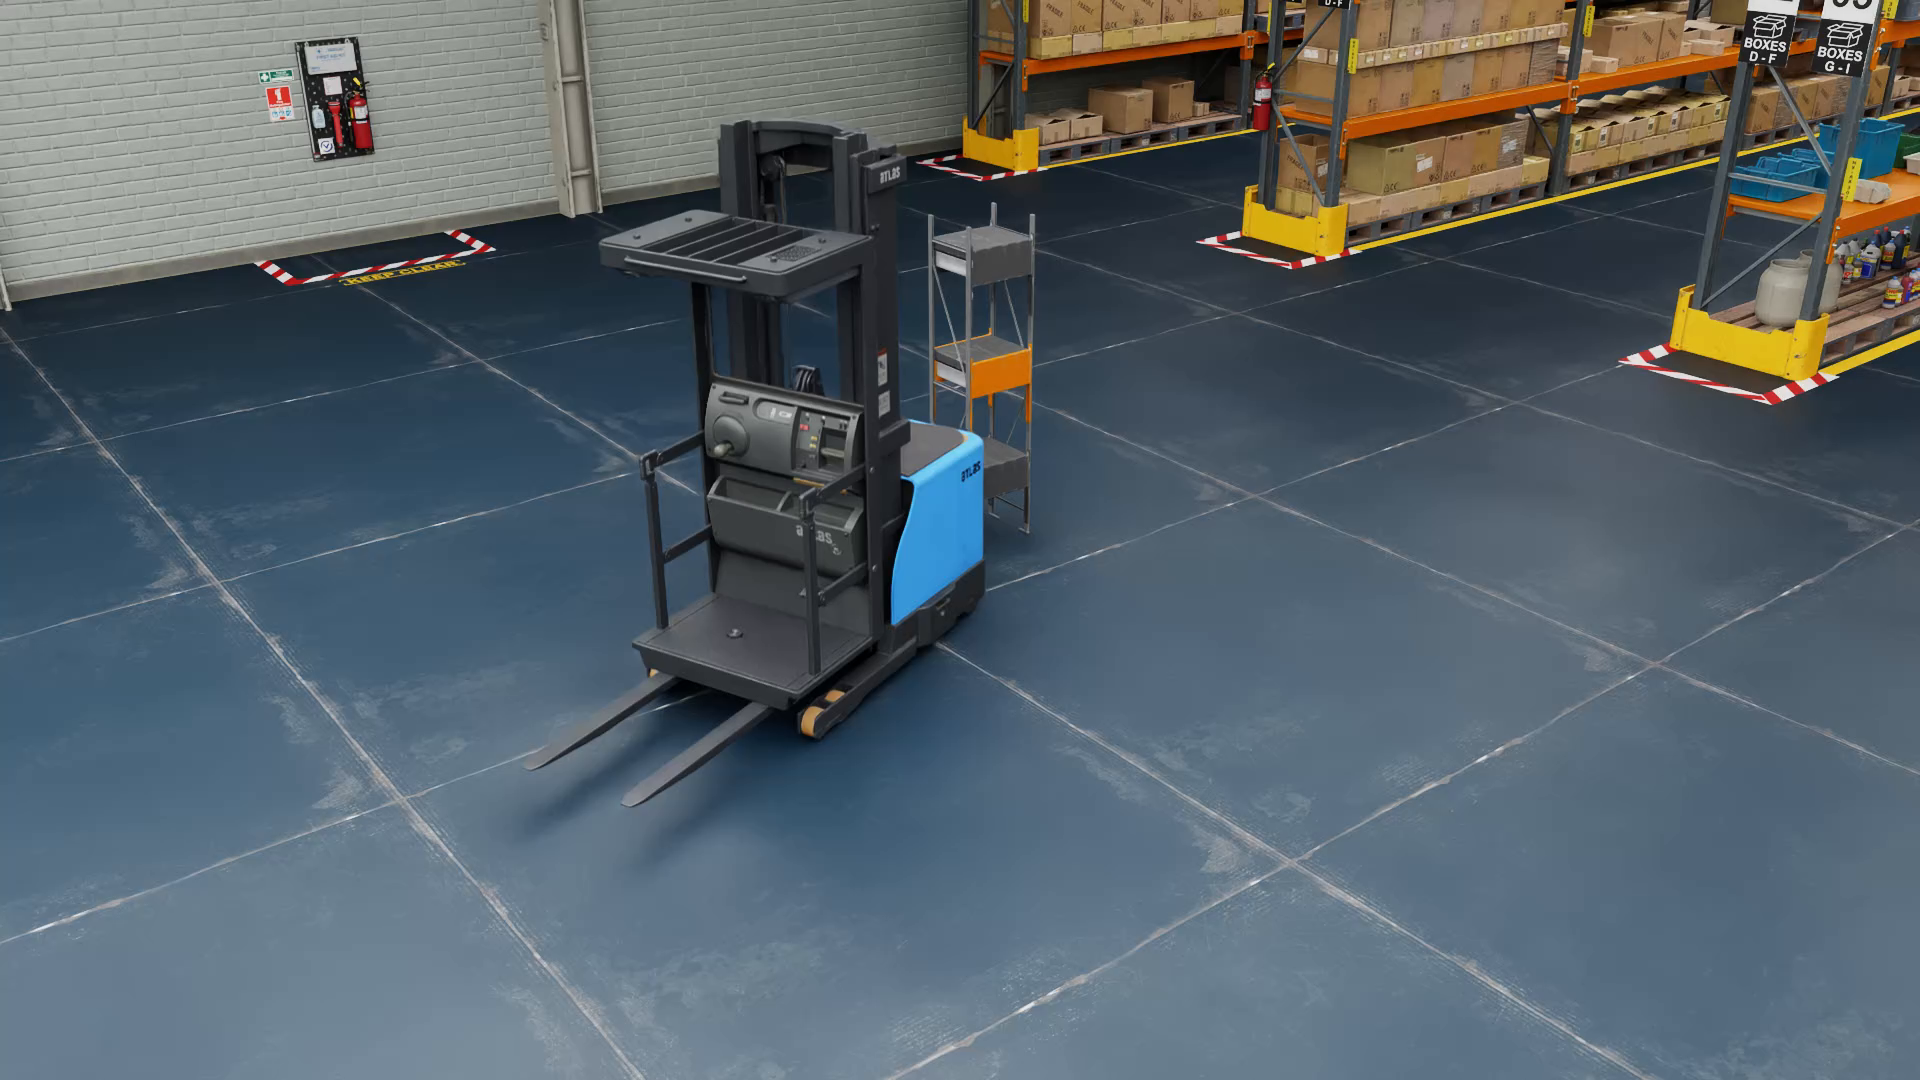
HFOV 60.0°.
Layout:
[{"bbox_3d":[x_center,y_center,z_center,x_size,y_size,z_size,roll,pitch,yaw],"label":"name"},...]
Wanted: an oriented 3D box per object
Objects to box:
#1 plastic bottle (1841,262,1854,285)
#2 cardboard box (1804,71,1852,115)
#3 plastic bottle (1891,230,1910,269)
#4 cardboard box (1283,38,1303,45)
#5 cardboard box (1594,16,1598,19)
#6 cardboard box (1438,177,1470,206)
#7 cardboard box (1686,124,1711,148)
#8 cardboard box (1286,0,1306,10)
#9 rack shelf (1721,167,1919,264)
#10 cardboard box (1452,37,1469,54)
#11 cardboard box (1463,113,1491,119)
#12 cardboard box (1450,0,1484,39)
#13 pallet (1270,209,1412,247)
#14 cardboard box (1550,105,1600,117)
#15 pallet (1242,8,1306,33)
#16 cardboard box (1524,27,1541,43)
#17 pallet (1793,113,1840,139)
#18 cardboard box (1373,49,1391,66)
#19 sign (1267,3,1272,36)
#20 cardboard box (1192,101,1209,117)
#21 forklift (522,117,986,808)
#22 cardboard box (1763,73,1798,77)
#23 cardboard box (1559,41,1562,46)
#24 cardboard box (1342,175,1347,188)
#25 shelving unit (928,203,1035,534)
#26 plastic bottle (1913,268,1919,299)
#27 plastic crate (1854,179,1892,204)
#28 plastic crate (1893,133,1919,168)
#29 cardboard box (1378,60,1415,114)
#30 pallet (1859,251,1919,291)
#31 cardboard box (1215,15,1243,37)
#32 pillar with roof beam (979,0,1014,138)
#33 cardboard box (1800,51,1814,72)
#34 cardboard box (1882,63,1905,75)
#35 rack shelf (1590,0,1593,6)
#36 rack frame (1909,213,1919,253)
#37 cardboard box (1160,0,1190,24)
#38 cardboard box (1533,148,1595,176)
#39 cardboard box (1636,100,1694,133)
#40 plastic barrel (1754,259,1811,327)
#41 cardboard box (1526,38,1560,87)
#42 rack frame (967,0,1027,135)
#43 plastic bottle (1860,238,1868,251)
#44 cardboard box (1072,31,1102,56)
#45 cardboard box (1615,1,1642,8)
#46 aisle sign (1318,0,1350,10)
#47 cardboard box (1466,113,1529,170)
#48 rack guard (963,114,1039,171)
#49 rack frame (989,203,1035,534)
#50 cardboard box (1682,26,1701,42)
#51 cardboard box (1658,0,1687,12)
[{"bbox_3d":[8.151,-2.456,15.280,0.097,0.201,0.097,0,25,0],"label":"plastic bottle"},{"bbox_3d":[11.949,-6.193,22.979,0.500,0.500,0.500,-18,30,-33],"label":"cardboard box"},{"bbox_3d":[8.905,-2.765,15.768,0.185,0.351,0.144,-18,31,-34],"label":"plastic bottle"},{"bbox_3d":[4.915,-7.023,23.875,0.500,0.250,0.500,-19,31,-35],"label":"cardboard box"},{"bbox_3d":[10.939,-8.593,28.173,0.500,0.500,0.700,-19,31,-35],"label":"cardboard box"},{"bbox_3d":[5.247,-3.887,18.330,0.500,0.250,0.500,-18,31,-34],"label":"cardboard box"},{"bbox_3d":[9.135,-5.158,21.069,0.500,0.250,0.500,-19,31,-35],"label":"cardboard box"},{"bbox_3d":[4.460,-7.677,23.087,0.500,0.500,0.700,-15,29,-29],"label":"cardboard box"},{"bbox_3d":[8.134,-3.041,14.593,4.000,0.370,1.077,-18,31,-34],"label":"rack shelf"},{"bbox_3d":[5.158,-5.259,17.628,0.250,0.149,0.380,-18,30,-34],"label":"cardboard box"},{"bbox_3d":[5.707,-4.663,19.110,0.500,0.500,0.500,-18,31,-34],"label":"cardboard box"},{"bbox_3d":[5.124,-5.654,17.709,0.500,0.500,0.700,-18,31,-34],"label":"cardboard box"},{"bbox_3d":[4.082,-3.437,17.905,1.213,0.211,1.003,-18,31,-34],"label":"pallet"},{"bbox_3d":[7.595,-5.192,20.476,0.500,0.311,0.500,-18,31,-34],"label":"cardboard box"},{"bbox_3d":[4.285,-7.232,22.997,1.213,0.211,1.003,-18,31,-34],"label":"pallet"},{"bbox_3d":[6.172,-5.594,18.351,0.250,0.149,0.380,-19,31,-35],"label":"cardboard box"},{"bbox_3d":[11.372,-5.799,22.995,1.213,0.211,1.003,-18,31,-34],"label":"pallet"},{"bbox_3d":[4.154,-4.929,16.918,0.250,0.149,0.380,-19,31,-35],"label":"cardboard box"},{"bbox_3d":[3.182,-5.305,16.962,0.005,0.325,0.100,-18,31,-34],"label":"sign"},{"bbox_3d":[3.192,-5.934,22.816,0.380,0.166,0.250,22,33,39],"label":"cardboard box"},{"bbox_3d":[-1.029,-0.528,8.406,1.130,2.935,3.031,14,28,27],"label":"forklift"},{"bbox_3d":[11.209,-6.227,23.050,0.500,0.500,0.500,-20,31,-36],"label":"cardboard box"},{"bbox_3d":[7.232,-5.757,19.751,0.258,0.266,0.396,-19,31,-35],"label":"cardboard box"},{"bbox_3d":[4.132,-3.804,18.150,0.500,0.250,0.500,-18,31,-34],"label":"cardboard box"},{"bbox_3d":[0.130,-0.995,10.401,0.503,2.100,0.431,-18,31,-34],"label":"shelving unit"},{"bbox_3d":[8.527,-2.292,14.844,0.097,0.271,0.097,0,25,0],"label":"plastic bottle"},{"bbox_3d":[7.462,-2.854,13.649,0.250,0.136,0.298,-18,31,-34],"label":"plastic crate"},{"bbox_3d":[8.465,-3.531,15.048,0.662,0.188,0.450,-18,31,-34],"label":"plastic crate"},{"bbox_3d":[4.292,-4.790,17.389,0.500,0.500,0.700,-17,30,-33],"label":"cardboard box"},{"bbox_3d":[9.153,-2.461,15.802,1.213,0.211,1.003,-18,31,-34],"label":"pallet"},{"bbox_3d":[3.408,-6.886,22.179,0.500,0.250,0.500,-18,30,-34],"label":"cardboard box"},{"bbox_3d":[3.120,-7.893,17.067,0.400,9.000,9.100,-18,31,-34],"label":"pillar with roof beam"},{"bbox_3d":[11.631,-6.708,23.196,0.500,0.250,0.500,-18,30,-34],"label":"cardboard box"},{"bbox_3d":[13.813,-7.023,24.991,0.500,0.311,0.500,-18,31,-34],"label":"cardboard box"},{"bbox_3d":[11.463,-9.440,28.381,4.000,0.370,1.077,-18,31,-34],"label":"rack shelf"},{"bbox_3d":[9.707,-3.887,15.561,0.127,3.000,1.000,-18,31,-34],"label":"rack frame"},{"bbox_3d":[2.621,-6.966,21.459,0.500,0.500,0.500,-19,31,-35],"label":"cardboard box"},{"bbox_3d":[7.124,-4.494,19.638,0.500,0.250,0.500,-19,31,-35],"label":"cardboard box"},{"bbox_3d":[8.737,-5.280,20.665,0.500,0.311,0.500,-18,31,-34],"label":"cardboard box"},{"bbox_3d":[7.030,-2.106,14.181,0.421,0.512,0.421,0,25,0],"label":"plastic barrel"},{"bbox_3d":[6.309,-5.456,18.825,0.500,0.500,0.700,-19,31,-35],"label":"cardboard box"},{"bbox_3d":[0.447,-6.129,20.394,0.127,3.000,1.000,-18,31,-34],"label":"rack frame"},{"bbox_3d":[8.512,-2.704,15.717,0.133,0.283,0.061,-17,30,-32],"label":"plastic bottle"},{"bbox_3d":[1.426,-6.232,20.769,0.500,0.250,0.500,-19,31,-36],"label":"cardboard box"},{"bbox_3d":[11.526,-9.190,28.689,0.250,0.149,0.380,-18,30,-34],"label":"cardboard box"},{"bbox_3d":[3.643,-5.550,16.058,0.004,0.787,0.394,-18,31,-34],"label":"aisle sign"},{"bbox_3d":[6.023,-4.493,18.745,0.500,0.500,0.500,-18,31,-34],"label":"cardboard box"},{"bbox_3d":[0.506,-5.015,20.963,0.348,0.500,1.175,-18,31,-34],"label":"rack guard"},{"bbox_3d":[0.322,-1.059,10.537,0.015,2.100,0.400,-18,31,-34],"label":"rack frame"},{"bbox_3d":[8.978,-6.359,20.994,0.500,0.311,0.500,-19,31,-35],"label":"cardboard box"},{"bbox_3d":[12.359,-9.261,28.842,0.250,0.149,0.380,-17,30,-33],"label":"cardboard box"}]
